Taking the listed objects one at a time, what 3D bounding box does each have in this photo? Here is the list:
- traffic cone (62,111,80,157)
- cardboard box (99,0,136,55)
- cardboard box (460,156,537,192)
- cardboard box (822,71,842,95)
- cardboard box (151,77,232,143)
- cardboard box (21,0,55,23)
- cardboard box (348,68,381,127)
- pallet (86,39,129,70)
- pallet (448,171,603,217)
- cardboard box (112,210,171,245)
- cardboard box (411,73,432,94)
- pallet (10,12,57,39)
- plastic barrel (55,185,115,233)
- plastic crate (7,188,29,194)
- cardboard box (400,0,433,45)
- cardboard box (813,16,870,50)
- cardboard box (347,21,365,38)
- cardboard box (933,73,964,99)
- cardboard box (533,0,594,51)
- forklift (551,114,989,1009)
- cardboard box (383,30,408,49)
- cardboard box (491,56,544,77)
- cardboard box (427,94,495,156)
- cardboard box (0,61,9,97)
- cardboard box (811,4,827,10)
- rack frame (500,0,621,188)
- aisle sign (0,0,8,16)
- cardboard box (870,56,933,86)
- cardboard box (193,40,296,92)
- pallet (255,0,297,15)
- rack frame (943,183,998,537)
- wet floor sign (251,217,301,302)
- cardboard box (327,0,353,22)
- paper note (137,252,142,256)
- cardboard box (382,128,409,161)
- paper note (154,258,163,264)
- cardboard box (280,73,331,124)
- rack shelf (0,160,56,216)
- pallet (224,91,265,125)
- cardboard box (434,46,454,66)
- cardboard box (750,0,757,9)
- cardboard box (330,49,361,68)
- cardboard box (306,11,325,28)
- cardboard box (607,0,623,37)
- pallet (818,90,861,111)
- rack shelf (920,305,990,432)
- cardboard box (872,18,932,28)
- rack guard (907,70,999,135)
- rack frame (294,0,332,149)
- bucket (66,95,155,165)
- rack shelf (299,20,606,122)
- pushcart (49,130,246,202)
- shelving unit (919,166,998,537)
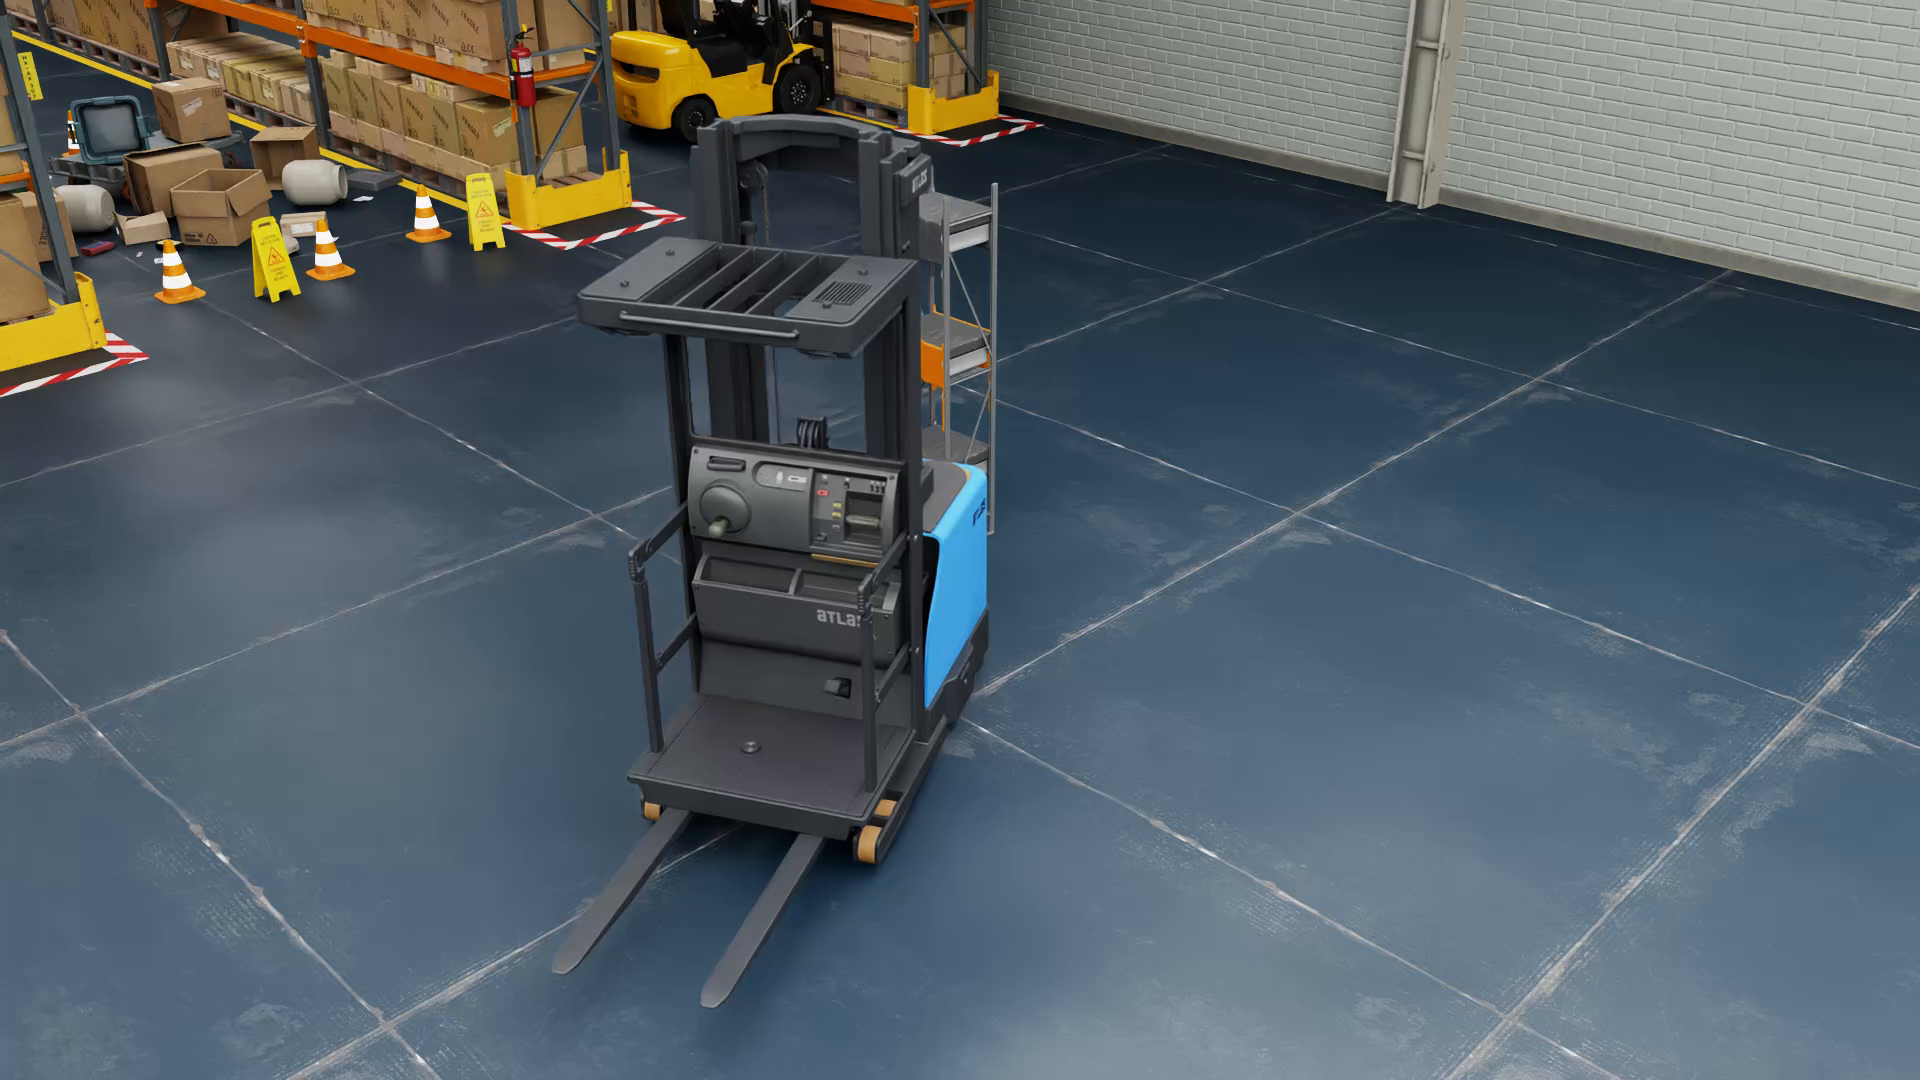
[{"bbox_3d":[-9.189,-4.233,17.303,0.334,0.463,0.336,25,36,38],"label":"traffic cone"},{"bbox_3d":[-10.335,-6.749,21.194,0.875,0.875,0.875,-25,37,-39],"label":"cardboard box"},{"bbox_3d":[-4.345,-3.499,15.685,0.500,0.250,0.500,24,36,38],"label":"cardboard box"},{"bbox_3d":[-1.340,-5.345,19.196,0.500,0.250,0.500,-25,37,-39],"label":"cardboard box"},{"bbox_3d":[-7.642,-4.281,16.541,0.500,0.500,0.500,25,36,38],"label":"cardboard box"},{"bbox_3d":[-12.492,-7.556,23.198,0.875,0.438,0.875,24,36,38],"label":"cardboard box"},{"bbox_3d":[-5.794,-4.501,16.784,0.500,0.500,0.500,-24,36,-37],"label":"cardboard box"},{"bbox_3d":[-10.642,-6.404,21.703,1.213,0.211,1.003,25,36,38],"label":"pallet"},{"bbox_3d":[-4.172,-3.415,16.018,1.213,0.211,1.003,25,36,38],"label":"pallet"},{"bbox_3d":[-7.297,-2.818,14.823,0.396,0.266,0.258,-18,33,-31],"label":"cardboard box"},{"bbox_3d":[-4.990,-4.378,15.853,0.380,0.149,0.250,-23,36,-37],"label":"cardboard box"},{"bbox_3d":[-12.607,-7.303,23.413,1.213,0.211,1.003,25,36,38],"label":"pallet"},{"bbox_3d":[-7.929,-2.976,14.955,0.512,0.421,0.421,-3,28,-5],"label":"plastic barrel"},{"bbox_3d":[-8.771,-3.136,15.451,0.450,0.188,0.662,-16,30,-9],"label":"plastic crate"},{"bbox_3d":[-4.851,-4.939,15.493,0.500,0.500,0.500,24,36,38],"label":"cardboard box"},{"bbox_3d":[-1.368,-5.781,18.949,0.500,0.250,0.500,-25,37,-39],"label":"cardboard box"},{"bbox_3d":[-5.836,-5.099,16.493,0.380,0.149,0.250,-24,36,-38],"label":"cardboard box"},{"bbox_3d":[-0.299,-5.190,18.901,0.500,0.250,0.500,25,37,39],"label":"cardboard box"},{"bbox_3d":[-3.706,-4.770,15.172,0.500,0.500,0.500,24,36,38],"label":"cardboard box"},{"bbox_3d":[-0.770,-0.118,6.826,1.130,2.935,3.031,8,29,15],"label":"forklift"},{"bbox_3d":[-5.310,-4.839,16.000,0.250,0.149,0.380,24,36,38],"label":"cardboard box"},{"bbox_3d":[-3.979,-4.288,14.951,0.380,0.149,0.250,-24,36,-38],"label":"cardboard box"},{"bbox_3d":[-4.691,-3.993,15.818,0.500,0.500,0.500,-24,36,-37],"label":"cardboard box"},{"bbox_3d":[-7.199,-3.350,11.577,0.550,0.550,0.875,25,36,38],"label":"cardboard box"},{"bbox_3d":[-1.728,-6.287,19.912,0.500,0.250,0.500,25,37,39],"label":"cardboard box"},{"bbox_3d":[-3.563,-4.348,14.796,0.127,3.000,1.000,25,36,38],"label":"rack frame"},{"bbox_3d":[-6.700,-3.899,11.149,0.004,0.787,0.394,25,36,38],"label":"aisle sign"},{"bbox_3d":[-0.652,-5.242,18.462,0.500,0.250,0.500,24,36,38],"label":"cardboard box"},{"bbox_3d":[-8.340,-5.555,19.464,0.625,0.372,0.950,24,36,37],"label":"cardboard box"},{"bbox_3d":[-6.858,-5.866,17.889,1.213,0.211,1.003,25,36,38],"label":"pallet"},{"bbox_3d":[0.056,-0.904,9.213,0.015,2.100,0.400,25,36,38],"label":"rack frame"},{"bbox_3d":[-5.552,-2.278,13.389,0.232,0.644,0.267,18,33,30],"label":"wet floor sign"},{"bbox_3d":[-5.922,-5.437,16.440,0.500,0.500,0.500,24,36,38],"label":"cardboard box"},{"bbox_3d":[-7.138,-2.487,14.470,0.032,0.001,0.123,-7,29,-14],"label":"paper note"},{"bbox_3d":[-5.415,-3.997,16.632,0.500,0.250,0.500,24,36,38],"label":"cardboard box"},{"bbox_3d":[-6.859,-2.419,14.319,0.144,0.017,0.142,-13,30,-22],"label":"paper note"},{"bbox_3d":[-6.791,-4.846,18.116,0.950,0.372,0.625,-25,37,-39],"label":"cardboard box"},{"bbox_3d":[-8.387,-3.006,13.018,4.000,0.370,1.077,25,36,38],"label":"rack shelf"},{"bbox_3d":[-7.845,-5.071,19.166,1.213,0.211,1.003,25,36,38],"label":"pallet"},{"bbox_3d":[-4.610,-4.498,15.352,0.380,0.149,0.250,-25,36,-38],"label":"cardboard box"},{"bbox_3d":[-2.455,-6.281,19.901,0.500,0.250,0.500,25,36,38],"label":"cardboard box"},{"bbox_3d":[-6.137,-4.898,16.843,0.380,0.149,0.250,-25,36,-38],"label":"cardboard box"},{"bbox_3d":[-6.415,-5.333,16.939,0.250,0.149,0.380,24,36,38],"label":"cardboard box"},{"bbox_3d":[-4.403,-7.103,22.136,0.625,0.625,0.875,23,35,36],"label":"cardboard box"},{"bbox_3d":[-1.526,-5.396,19.785,1.213,0.211,1.003,25,36,38],"label":"pallet"},{"bbox_3d":[-0.118,-0.971,9.370,0.480,0.518,0.431,25,36,38],"label":"rack shelf"},{"bbox_3d":[-0.654,-5.789,18.966,0.500,0.250,0.500,25,36,38],"label":"cardboard box"},{"bbox_3d":[-0.068,-4.882,18.498,0.348,0.500,1.175,25,36,38],"label":"rack guard"},{"bbox_3d":[-6.415,-5.653,17.278,0.127,3.000,1.000,25,36,38],"label":"rack frame"},{"bbox_3d":[-8.100,-3.922,15.870,0.726,0.611,0.620,-13,20,-22],"label":"bucket"},{"bbox_3d":[-4.989,-4.682,16.204,4.000,0.370,1.077,25,36,38],"label":"rack shelf"},{"bbox_3d":[-7.978,-3.720,16.418,0.936,0.377,1.648,12,30,22],"label":"pushcart"},{"bbox_3d":[-0.118,-0.983,9.364,0.503,2.100,0.431,25,36,38],"label":"shelving unit"}]
